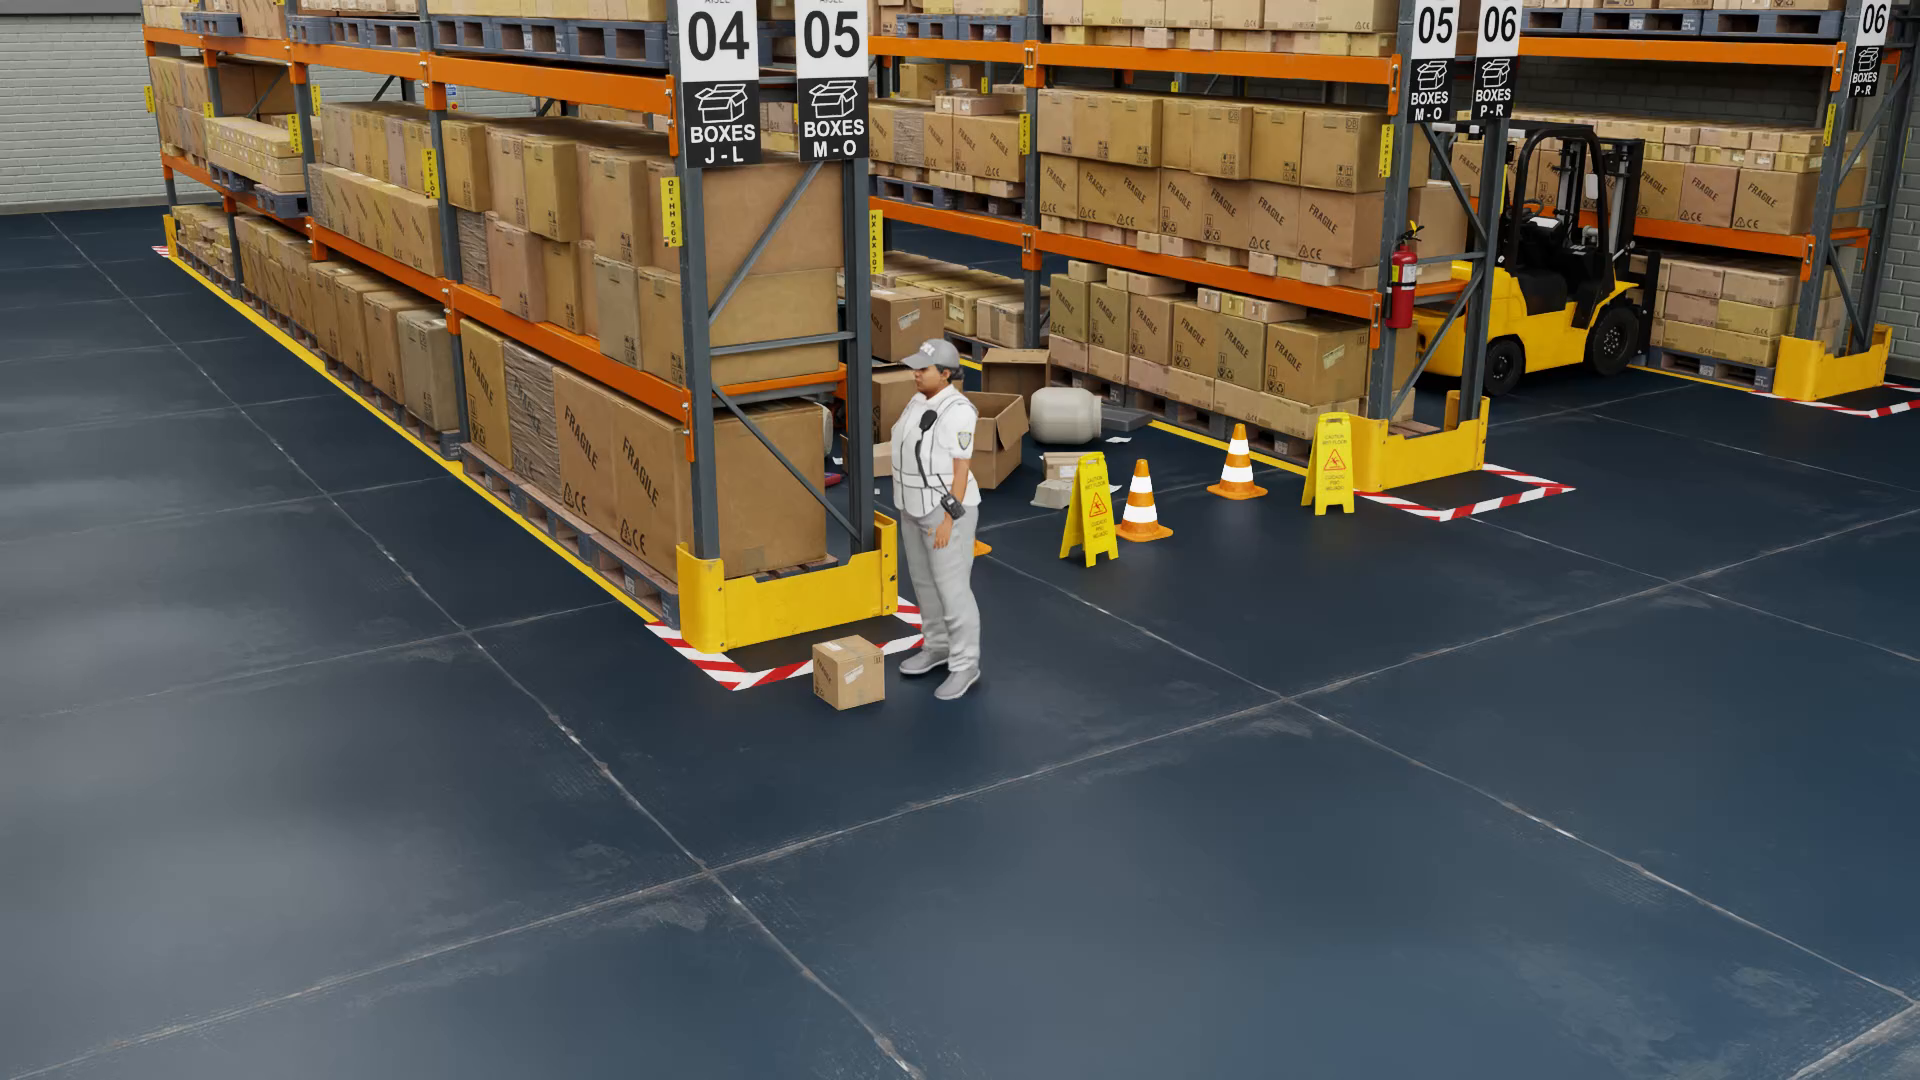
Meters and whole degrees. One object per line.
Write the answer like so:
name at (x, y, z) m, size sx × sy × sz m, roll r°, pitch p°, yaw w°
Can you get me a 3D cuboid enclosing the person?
person at (-0.110, -0.117, 7.902) m, size 0.382 × 1.690 × 0.518 m, roll -11°, pitch 21°, yaw -30°
